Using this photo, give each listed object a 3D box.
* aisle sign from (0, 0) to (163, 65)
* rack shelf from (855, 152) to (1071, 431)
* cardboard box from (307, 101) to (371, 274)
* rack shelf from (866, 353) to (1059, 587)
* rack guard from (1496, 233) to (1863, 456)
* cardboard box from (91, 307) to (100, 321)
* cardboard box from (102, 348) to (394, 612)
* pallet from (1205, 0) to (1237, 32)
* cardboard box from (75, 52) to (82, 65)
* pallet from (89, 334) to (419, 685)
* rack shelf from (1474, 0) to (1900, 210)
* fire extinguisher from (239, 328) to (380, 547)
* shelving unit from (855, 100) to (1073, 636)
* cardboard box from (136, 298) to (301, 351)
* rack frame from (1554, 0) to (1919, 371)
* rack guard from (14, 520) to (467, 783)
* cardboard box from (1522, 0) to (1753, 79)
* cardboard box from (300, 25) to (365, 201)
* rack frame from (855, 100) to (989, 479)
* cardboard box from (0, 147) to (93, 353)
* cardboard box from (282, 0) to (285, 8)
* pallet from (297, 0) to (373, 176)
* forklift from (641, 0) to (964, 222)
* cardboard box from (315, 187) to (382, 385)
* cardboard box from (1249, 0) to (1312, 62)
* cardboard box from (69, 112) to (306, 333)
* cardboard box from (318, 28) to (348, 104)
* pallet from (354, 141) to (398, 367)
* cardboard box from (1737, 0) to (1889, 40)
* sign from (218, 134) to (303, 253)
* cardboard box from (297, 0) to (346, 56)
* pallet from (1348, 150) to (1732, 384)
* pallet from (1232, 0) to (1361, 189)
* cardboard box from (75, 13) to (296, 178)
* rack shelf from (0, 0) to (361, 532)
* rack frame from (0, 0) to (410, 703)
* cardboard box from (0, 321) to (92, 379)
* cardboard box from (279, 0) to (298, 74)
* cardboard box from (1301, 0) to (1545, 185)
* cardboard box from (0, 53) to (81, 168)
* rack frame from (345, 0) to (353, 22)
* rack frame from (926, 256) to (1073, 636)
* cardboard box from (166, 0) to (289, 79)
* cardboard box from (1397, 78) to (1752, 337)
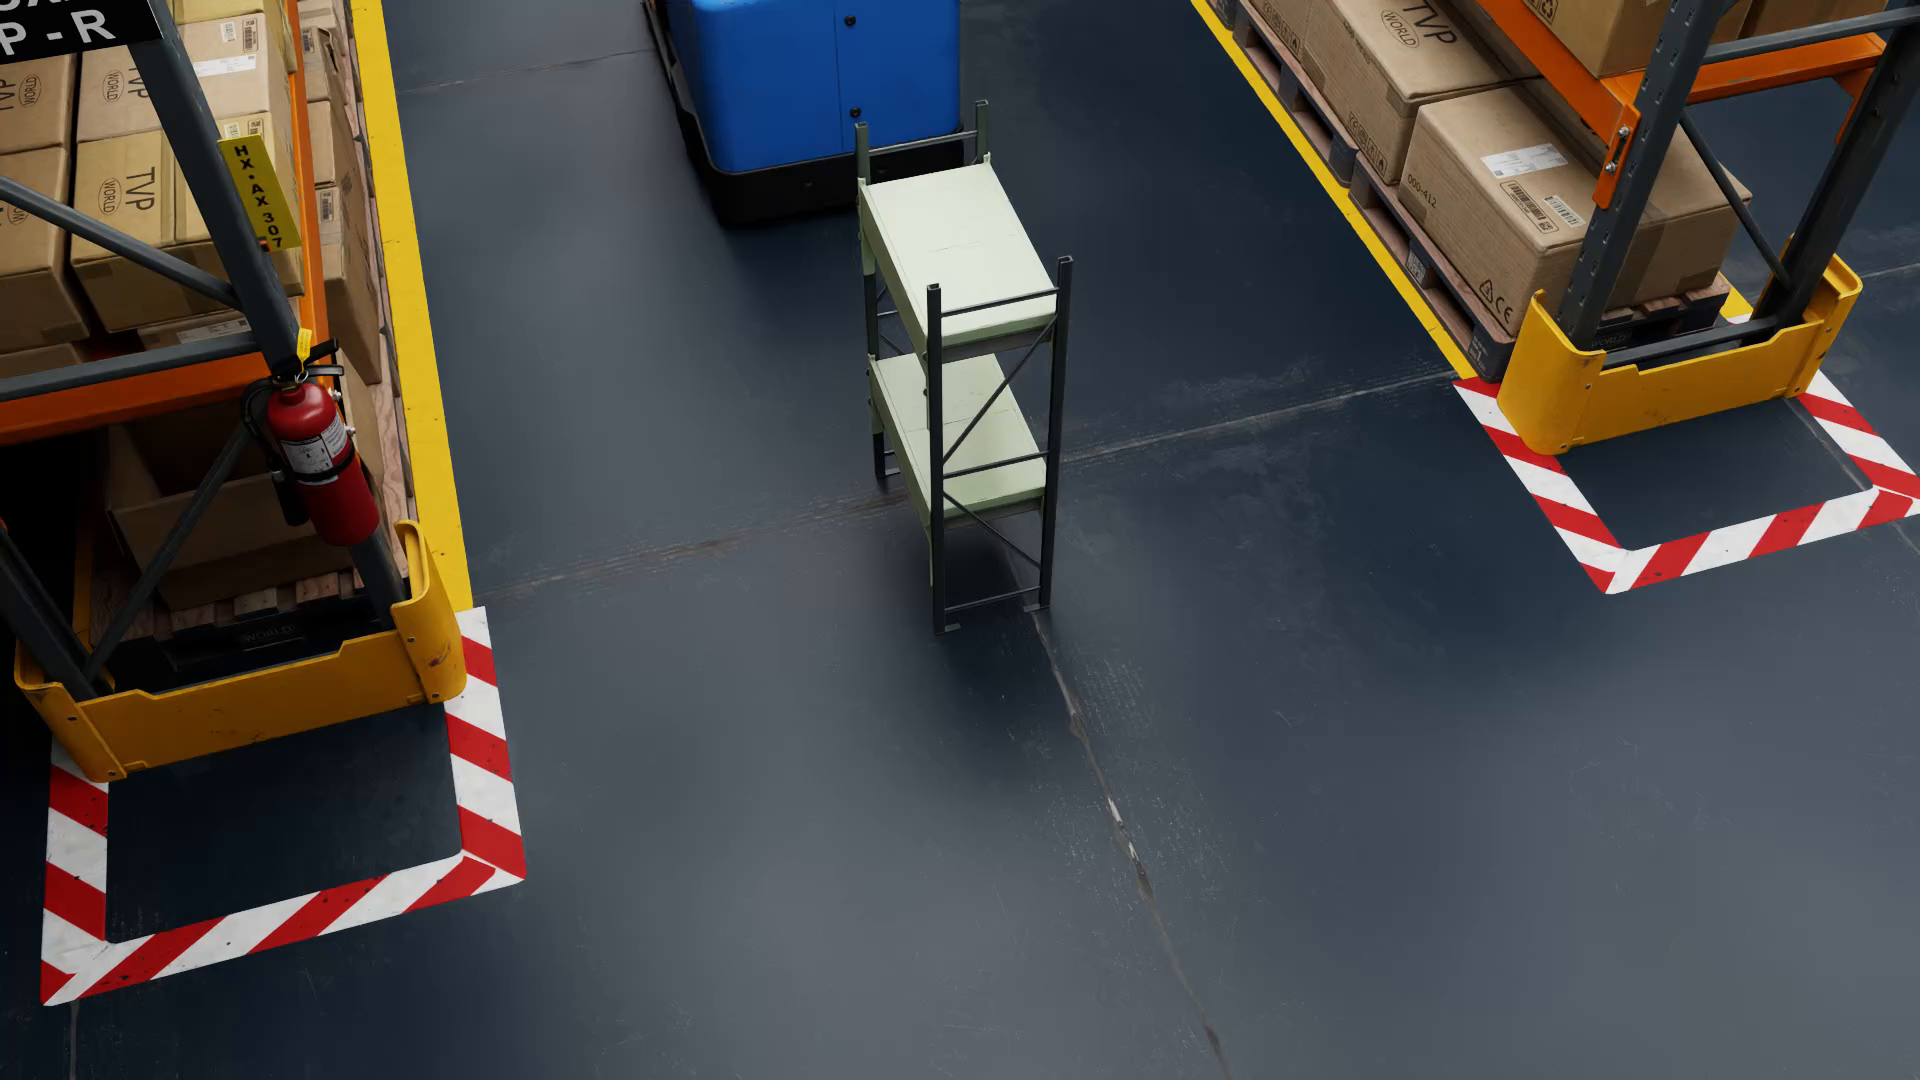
[{"bbox_3d":[-1.860,-1.262,3.152,0.394,0.787,0.004,-13,51,-11],"label":"aisle sign"},{"bbox_3d":[-0.002,-0.740,4.882,0.431,0.370,0.720,-13,51,-11],"label":"rack shelf"},{"bbox_3d":[-2.528,-1.247,6.200,0.500,0.500,0.500,-12,51,-10],"label":"cardboard box"},{"bbox_3d":[-0.002,-0.278,5.430,0.431,0.370,0.720,-13,51,-11],"label":"rack shelf"},{"bbox_3d":[2.587,-0.709,6.021,1.175,0.500,0.348,-13,51,-11],"label":"rack guard"},{"bbox_3d":[-2.532,-0.707,4.549,0.380,0.149,0.250,-12,51,-10],"label":"cardboard box"},{"bbox_3d":[-2.251,-0.207,5.320,0.797,0.503,0.637,-15,52,-12],"label":"cardboard box"},{"bbox_3d":[1.547,-2.982,8.126,1.003,0.211,1.213,-13,51,-11],"label":"pallet"},{"bbox_3d":[-2.844,-1.471,4.932,0.500,0.250,0.500,-12,51,-10],"label":"cardboard box"},{"bbox_3d":[-2.420,-0.146,5.736,1.003,0.211,1.213,-13,51,-11],"label":"pallet"},{"bbox_3d":[1.988,-2.762,6.587,1.077,0.370,4.000,-13,51,-11],"label":"rack shelf"},{"bbox_3d":[-1.676,-0.260,4.301,0.296,0.674,0.183,-13,51,-11],"label":"fire extinguisher"},{"bbox_3d":[-0.002,-0.488,5.181,0.431,1.500,0.755,-13,51,-11],"label":"shelving unit"},{"bbox_3d":[-1.996,-0.629,4.483,0.380,0.149,0.250,-14,51,-11],"label":"cardboard box"},{"bbox_3d":[2.580,-1.533,5.080,1.000,3.000,0.127,-13,51,-11],"label":"rack frame"},{"bbox_3d":[-2.183,0.342,5.134,1.175,0.500,0.348,-13,51,-11],"label":"rack guard"},{"bbox_3d":[2.184,-1.857,5.289,0.500,0.500,0.500,-13,51,-11],"label":"cardboard box"},{"bbox_3d":[-2.774,-1.597,6.495,0.700,0.500,0.500,-15,52,-12],"label":"cardboard box"},{"bbox_3d":[-0.110,-0.756,5.406,0.400,1.500,0.023,-13,51,-11],"label":"rack frame"},{"bbox_3d":[-2.550,-0.731,4.308,0.500,0.250,0.500,-12,51,-10],"label":"cardboard box"},{"bbox_3d":[-2.427,-1.769,5.443,0.380,0.149,0.250,-12,51,-10],"label":"cardboard box"},{"bbox_3d":[-3.142,-1.929,7.238,1.003,0.211,1.213,-13,51,-11],"label":"pallet"},{"bbox_3d":[-0.892,-3.389,6.690,1.130,2.935,3.031,-13,51,-11],"label":"forklift"},{"bbox_3d":[-2.467,-0.839,5.855,0.700,0.500,0.500,-11,51,-9],"label":"cardboard box"},{"bbox_3d":[1.745,-2.627,7.404,0.875,0.438,0.875,-15,51,-12],"label":"cardboard box"},{"bbox_3d":[-2.038,-0.848,4.406,0.500,0.250,0.500,-13,51,-11],"label":"cardboard box"},{"bbox_3d":[-2.793,-1.982,6.973,0.396,0.266,0.258,-12,51,-10],"label":"cardboard box"},{"bbox_3d":[-2.777,-1.036,6.485,1.003,0.211,1.213,-13,51,-11],"label":"pallet"},{"bbox_3d":[2.712,-1.980,5.392,0.500,0.500,0.500,-14,51,-11],"label":"cardboard box"},{"bbox_3d":[-1.643,-0.810,3.904,0.100,0.325,0.005,-13,51,-11],"label":"sign"},{"bbox_3d":[-2.898,-2.205,7.237,0.380,0.149,0.250,-15,51,-12],"label":"cardboard box"},{"bbox_3d":[2.269,-1.200,6.624,1.003,0.211,1.213,-13,51,-11],"label":"pallet"},{"bbox_3d":[1.911,-2.090,7.374,1.003,0.211,1.213,-13,51,-11],"label":"pallet"},{"bbox_3d":[-2.187,-1.216,4.717,0.500,0.250,0.500,-13,51,-11],"label":"cardboard box"},{"bbox_3d":[-2.752,-1.637,5.638,1.077,0.370,4.000,-13,51,-11],"label":"rack shelf"},{"bbox_3d":[-2.161,-0.408,4.132,1.000,3.000,0.127,-13,51,-11],"label":"rack frame"},{"bbox_3d":[-2.515,-0.508,4.381,0.380,0.149,0.250,-14,51,-11],"label":"cardboard box"},{"bbox_3d":[-2.329,-1.581,5.285,0.380,0.149,0.250,-15,51,-12],"label":"cardboard box"},{"bbox_3d":[2.010,-1.968,6.848,0.875,0.438,0.875,-12,51,-10],"label":"cardboard box"},{"bbox_3d":[-2.702,-1.108,4.626,0.500,0.250,0.500,-13,51,-11],"label":"cardboard box"},{"bbox_3d":[-3.344,-3.329,6.595,1.000,3.000,0.127,-13,51,-11],"label":"rack frame"},{"bbox_3d":[0.106,-0.221,4.955,0.400,1.500,0.023,-13,51,-11],"label":"rack frame"},{"bbox_3d":[-2.340,-1.585,5.028,0.500,0.250,0.500,-14,51,-12],"label":"cardboard box"},{"bbox_3d":[2.289,-1.302,6.287,0.875,0.438,0.875,-15,51,-12],"label":"cardboard box"}]
